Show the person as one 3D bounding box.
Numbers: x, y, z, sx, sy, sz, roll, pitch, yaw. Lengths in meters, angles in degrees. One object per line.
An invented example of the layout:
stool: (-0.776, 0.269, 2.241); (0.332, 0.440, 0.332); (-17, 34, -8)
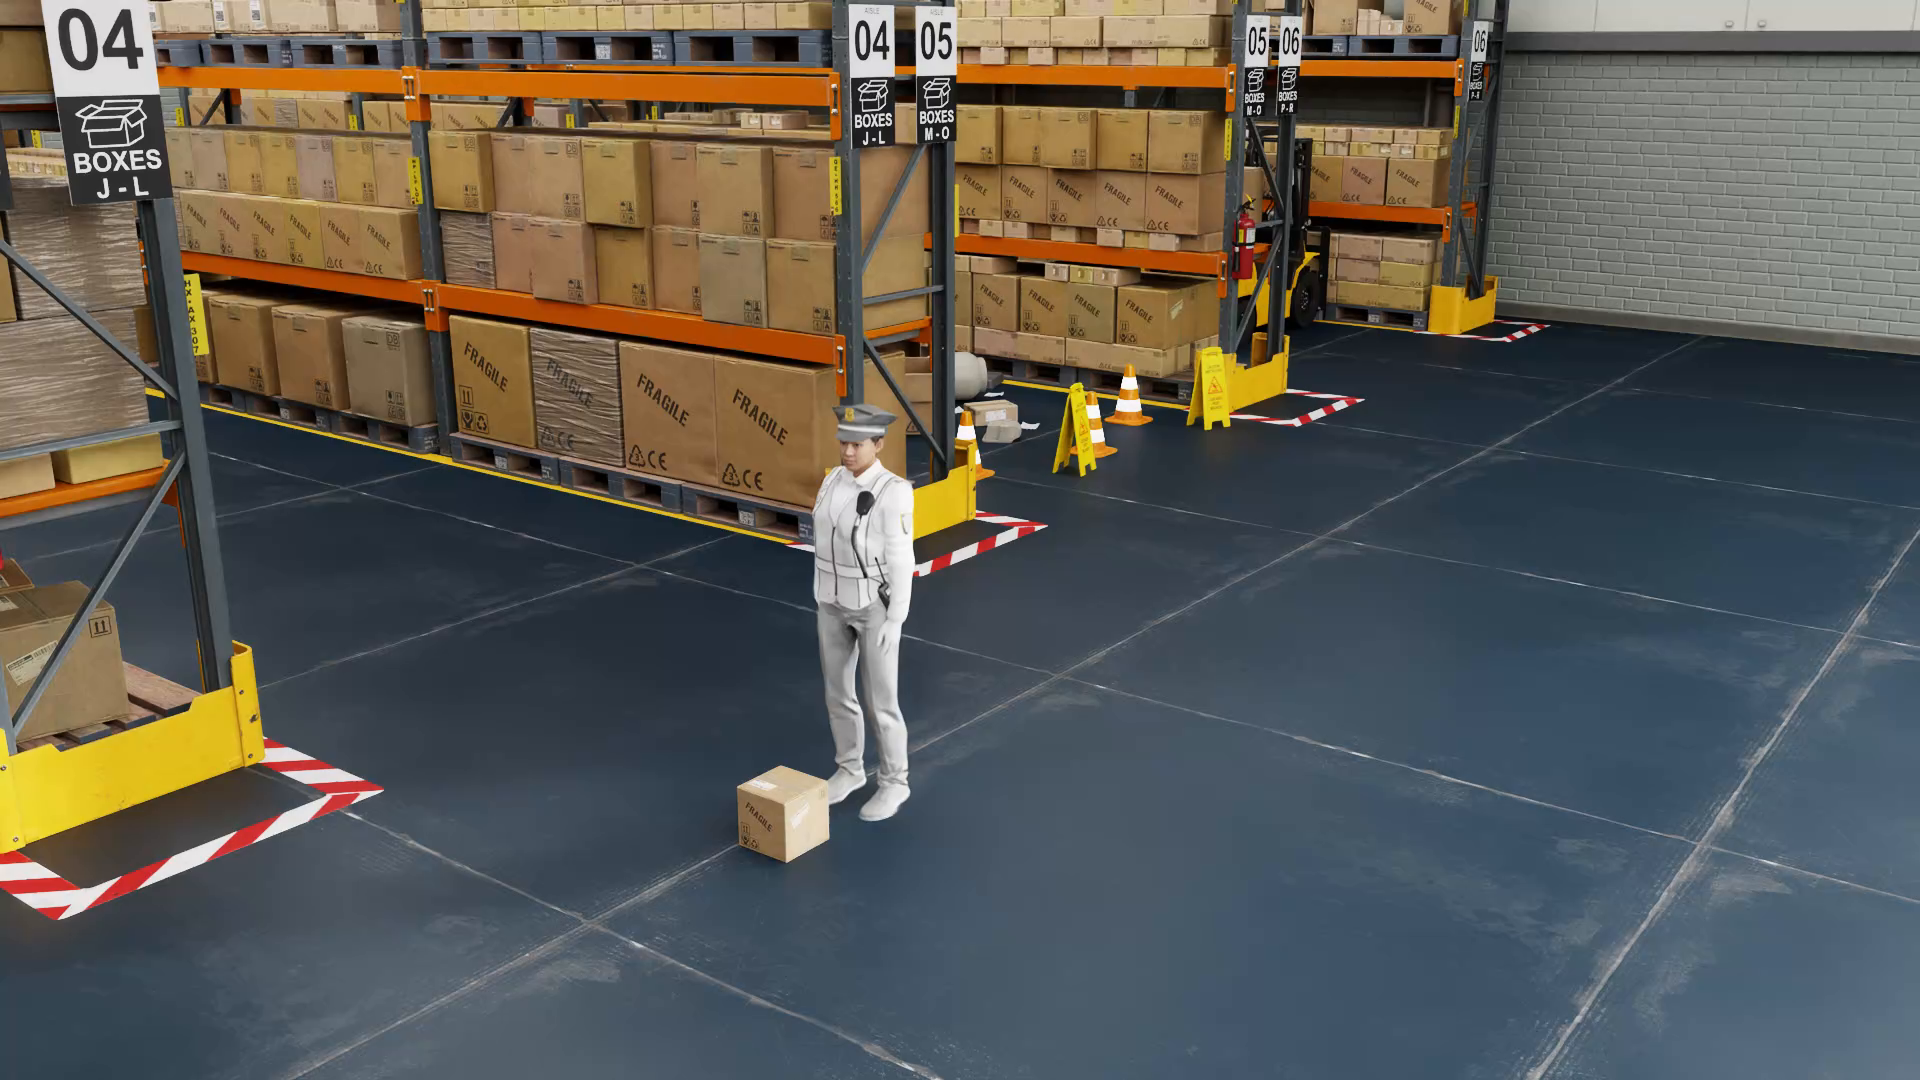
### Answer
person: (-0.392, 0.281, 6.597); (0.467, 1.687, 0.339); (13, 21, 36)
